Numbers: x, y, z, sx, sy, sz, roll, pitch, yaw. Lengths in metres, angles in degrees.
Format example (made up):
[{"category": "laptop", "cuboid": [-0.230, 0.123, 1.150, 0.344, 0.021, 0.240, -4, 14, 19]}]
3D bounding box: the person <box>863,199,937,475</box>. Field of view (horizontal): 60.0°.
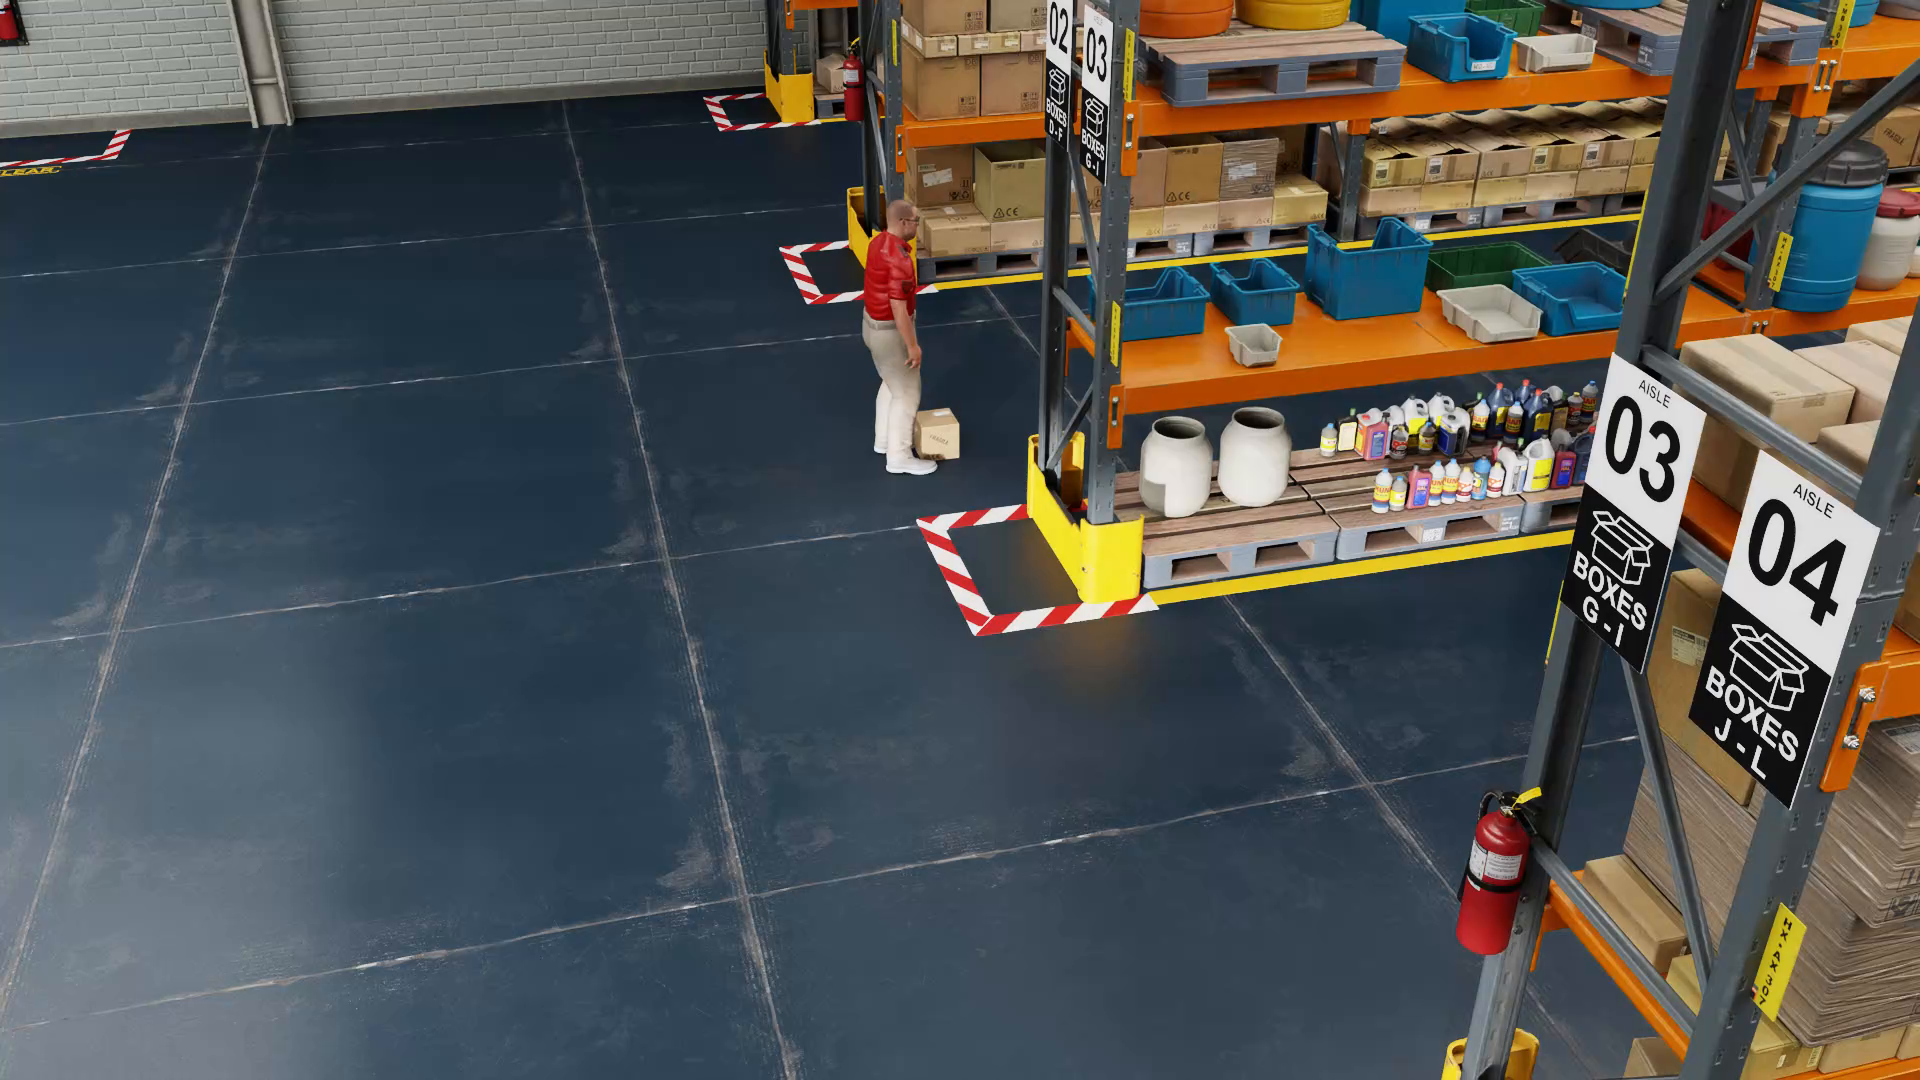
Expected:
[{"category": "person", "cuboid": [-0.402, -1.297, 10.492, 0.387, 1.727, 0.606, -9, 31, -16]}]
